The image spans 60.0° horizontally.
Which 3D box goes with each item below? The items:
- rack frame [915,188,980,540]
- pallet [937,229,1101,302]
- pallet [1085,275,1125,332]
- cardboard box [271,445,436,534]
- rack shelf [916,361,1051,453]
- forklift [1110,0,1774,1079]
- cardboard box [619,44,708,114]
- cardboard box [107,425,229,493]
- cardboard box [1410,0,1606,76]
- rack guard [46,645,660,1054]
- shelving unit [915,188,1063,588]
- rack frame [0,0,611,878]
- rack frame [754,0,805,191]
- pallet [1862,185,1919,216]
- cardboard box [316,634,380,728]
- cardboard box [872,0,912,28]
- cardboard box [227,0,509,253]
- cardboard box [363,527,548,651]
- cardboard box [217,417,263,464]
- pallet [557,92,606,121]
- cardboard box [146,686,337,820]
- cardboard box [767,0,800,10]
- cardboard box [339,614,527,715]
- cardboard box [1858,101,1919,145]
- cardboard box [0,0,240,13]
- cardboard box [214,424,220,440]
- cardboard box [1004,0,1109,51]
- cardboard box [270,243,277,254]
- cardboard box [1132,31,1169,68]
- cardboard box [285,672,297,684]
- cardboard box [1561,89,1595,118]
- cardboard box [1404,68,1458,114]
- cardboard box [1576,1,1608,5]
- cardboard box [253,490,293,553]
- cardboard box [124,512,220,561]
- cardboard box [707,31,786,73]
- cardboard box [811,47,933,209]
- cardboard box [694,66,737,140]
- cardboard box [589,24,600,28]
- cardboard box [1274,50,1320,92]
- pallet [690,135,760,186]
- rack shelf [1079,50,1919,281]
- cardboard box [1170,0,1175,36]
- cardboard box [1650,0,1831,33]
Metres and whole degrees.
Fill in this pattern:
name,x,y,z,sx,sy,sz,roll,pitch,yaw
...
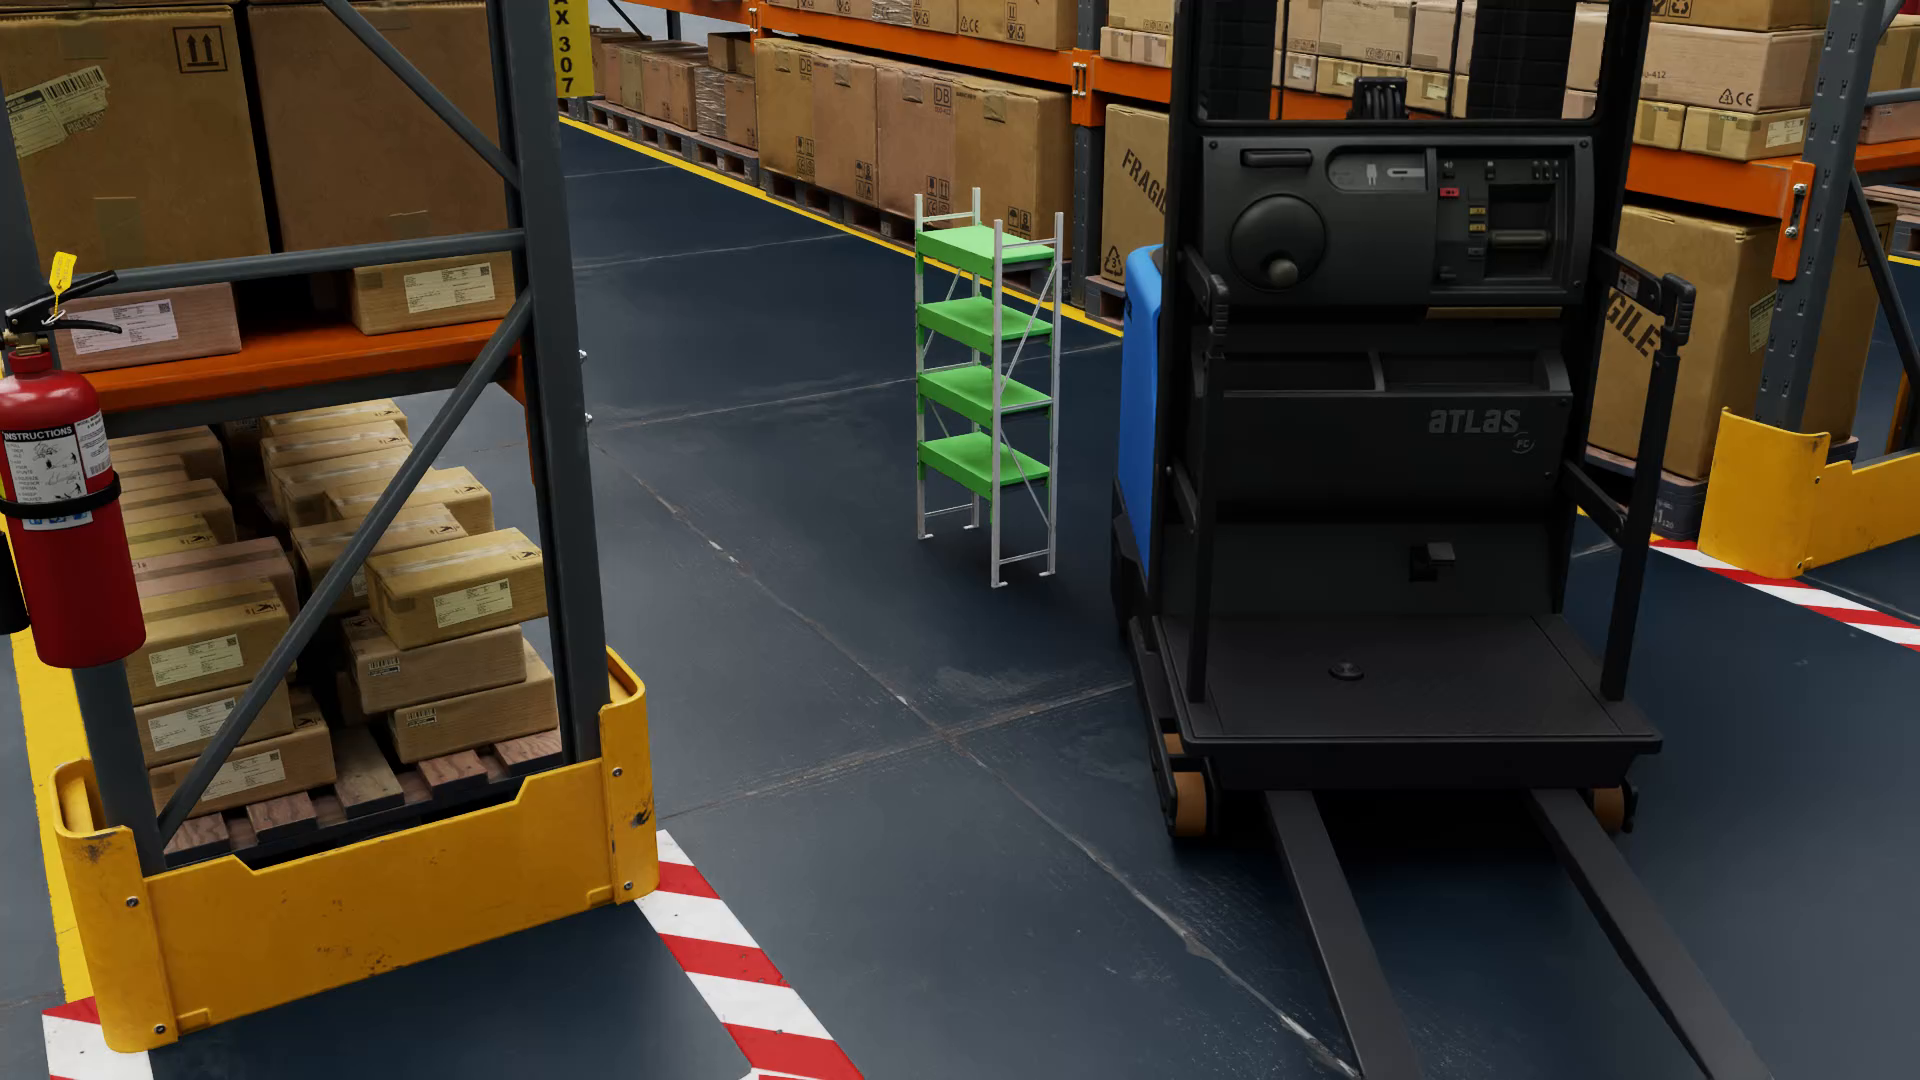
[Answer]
name,x,y,z,sx,sy,sz,roll,pitch,yaw
rack frame,-0.040,-0.581,5.648,0.240,1.200,0.015,-13,25,-28
pallet,0.591,-1.664,9.624,1.003,0.211,1.213,-13,25,-28
pallet,1.371,-1.167,8.402,1.003,0.211,1.213,-13,25,-28
cardboard box,-1.659,-0.125,4.574,0.380,0.149,0.250,-14,26,-31
rack shelf,0.085,-0.443,5.478,0.258,0.148,0.480,-13,25,-28
forklift,1.046,-0.752,3.769,1.130,2.935,3.031,0,22,-1
cardboard box,-2.514,-3.995,14.391,0.700,0.500,0.500,-13,25,-29
cardboard box,-2.334,-0.207,4.775,0.380,0.149,0.250,-14,26,-30
cardboard box,2.098,-1.928,6.376,0.500,0.250,0.500,-14,26,-30
rack guard,-1.262,0.630,3.599,1.175,0.500,0.348,-13,25,-28
shelving unit,0.085,-0.502,5.454,0.258,1.200,0.503,-13,25,-28
rack frame,-1.223,-0.504,3.068,1.000,3.000,0.127,-13,25,-28
rack frame,-0.994,-4.015,11.706,1.000,3.000,0.127,-13,25,-28
pallet,5.717,-2.150,10.822,1.003,0.211,1.213,-13,25,-28
cardboard box,-1.419,0.322,4.264,0.380,0.149,0.250,-13,25,-28
cardboard box,-0.195,-3.358,9.956,0.500,0.500,0.500,-13,25,-28
cardboard box,-1.215,-0.886,3.481,0.500,0.500,0.500,-11,25,-26
cardboard box,-1.198,0.112,3.991,0.380,0.149,0.250,-14,26,-31
cardboard box,-2.098,-0.373,5.185,0.380,0.149,0.250,-13,25,-28
pallet,-3.410,-4.229,15.934,1.003,0.211,1.213,-13,25,-28
cardboard box,-1.671,0.492,3.846,0.380,0.149,0.250,-12,25,-27
cardboard box,-0.979,-3.852,11.171,0.500,0.500,0.500,-12,25,-27
cardboard box,-1.270,0.265,4.008,0.380,0.149,0.250,-11,25,-26
cardboard box,3.195,-1.487,5.820,0.380,0.149,0.250,-12,25,-28
cardboard box,-1.670,-1.251,3.051,0.500,0.500,0.500,-13,26,-29
cardboard box,-2.221,-0.332,5.477,0.380,0.149,0.250,-14,26,-31
cardboard box,0.576,-2.865,8.744,0.500,0.500,0.500,-13,25,-28
cardboard box,-1.614,-0.785,4.092,0.380,0.149,0.250,-11,25,-26
cardboard box,1.049,-2.359,7.965,0.380,0.149,0.250,-14,26,-30
cardboard box,-1.825,0.274,3.988,0.380,0.149,0.250,-13,26,-29
cardboard box,2.366,-1.526,5.917,0.380,0.149,0.250,-13,25,-28
cardboard box,1.972,-1.775,6.528,0.380,0.149,0.250,-13,25,-28
cardboard box,2.555,-2.031,6.629,0.500,0.250,0.500,-14,26,-30
cardboard box,-1.817,-0.068,4.828,0.380,0.149,0.250,-14,26,-31
cardboard box,-2.032,0.072,4.088,0.380,0.149,0.250,-13,26,-29
cardboard box,-1.641,-3.789,12.889,0.500,0.250,0.500,-10,24,-22
cardboard box,-0.210,-2.708,10.754,1.225,0.875,0.875,-13,25,-28
cardboard box,-1.647,-3.451,13.053,0.700,0.500,0.500,-15,27,-33
cardboard box,-3.891,-4.853,16.530,0.500,0.500,0.500,-15,27,-33
cardboard box,1.577,-2.024,7.142,0.380,0.149,0.250,-12,25,-28
pallet,-1.392,-2.976,12.854,1.003,0.211,1.213,-13,25,-28
rack shelf,2.071,-1.739,7.062,1.077,0.370,4.000,-13,25,-28
cardboard box,1.314,-2.424,7.596,0.500,0.250,0.500,-13,25,-28
cardboard box,2.618,-1.948,5.429,0.500,0.500,0.500,-12,25,-28
